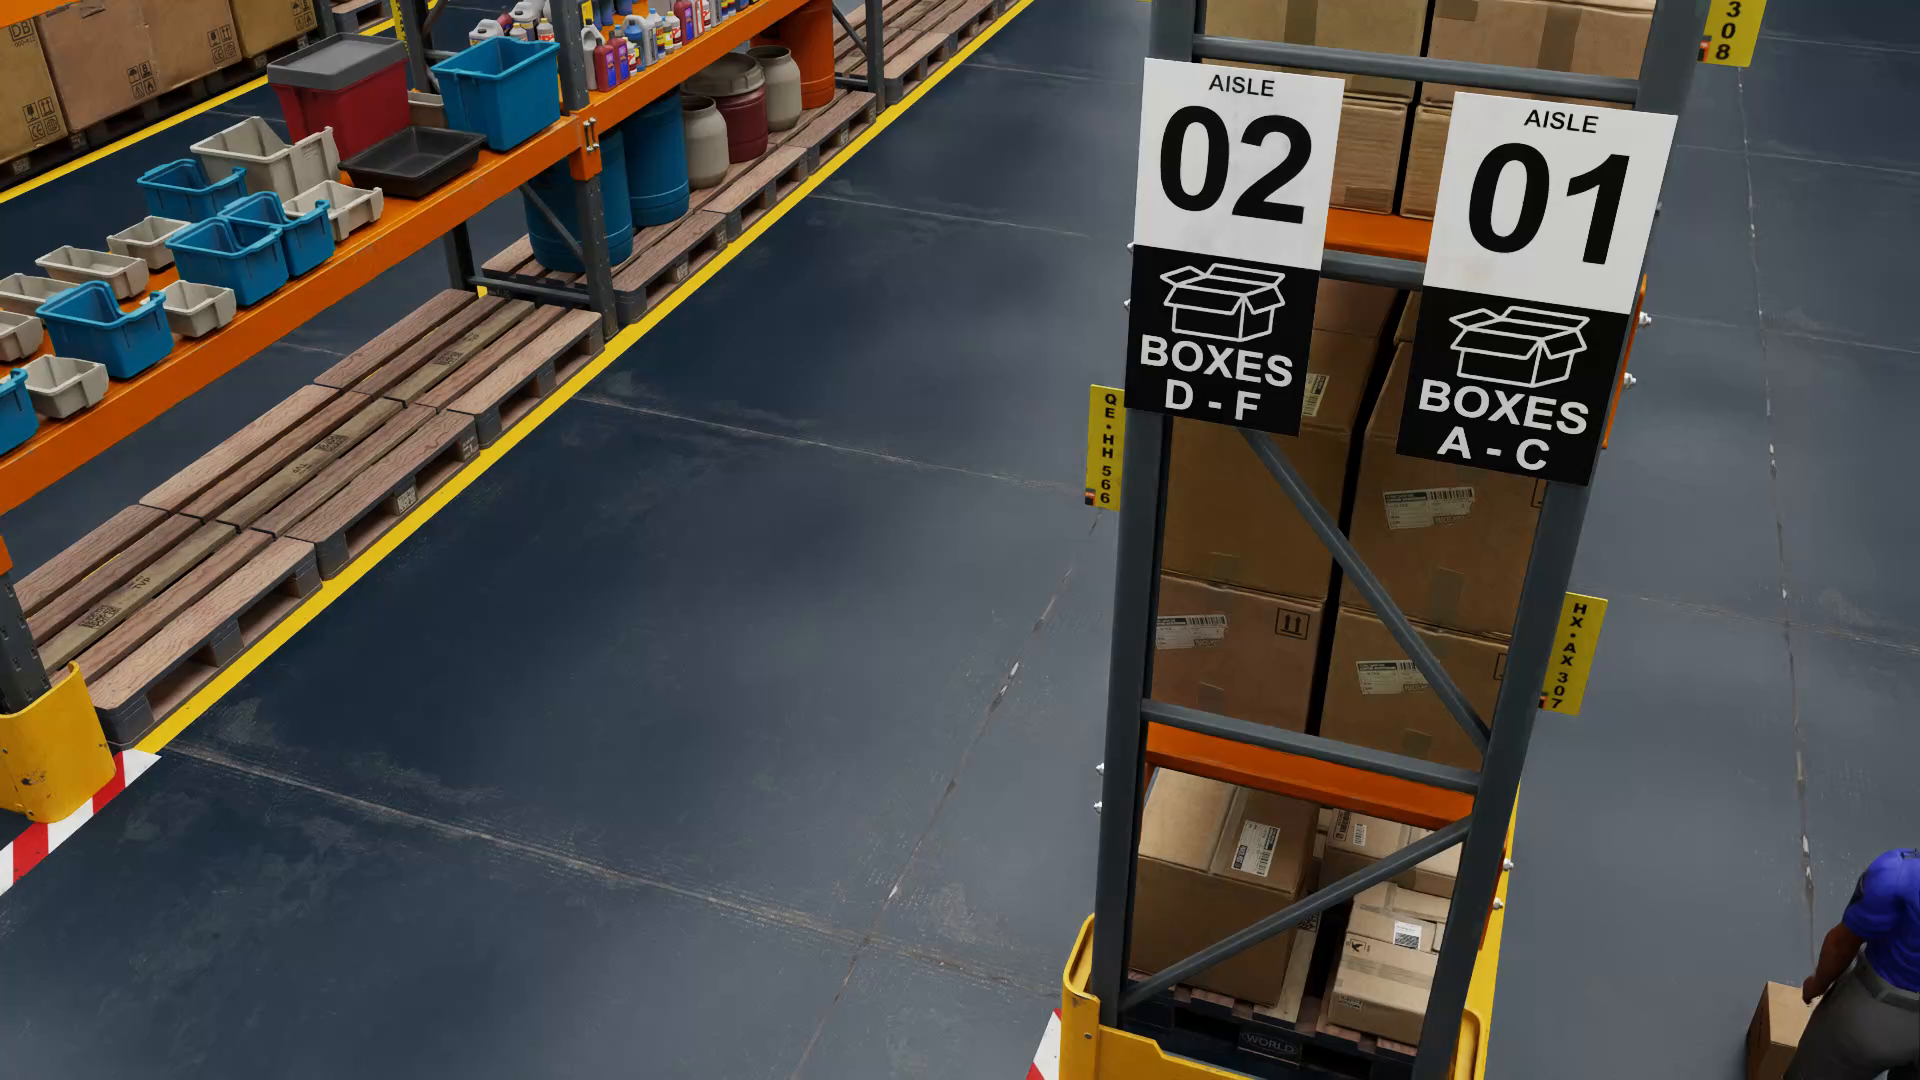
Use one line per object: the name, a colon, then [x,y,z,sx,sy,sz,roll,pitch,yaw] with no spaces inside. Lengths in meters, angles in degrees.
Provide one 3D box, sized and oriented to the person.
person: [2.417,1.238,4.302,0.446,1.636,0.330,9,35,14]
